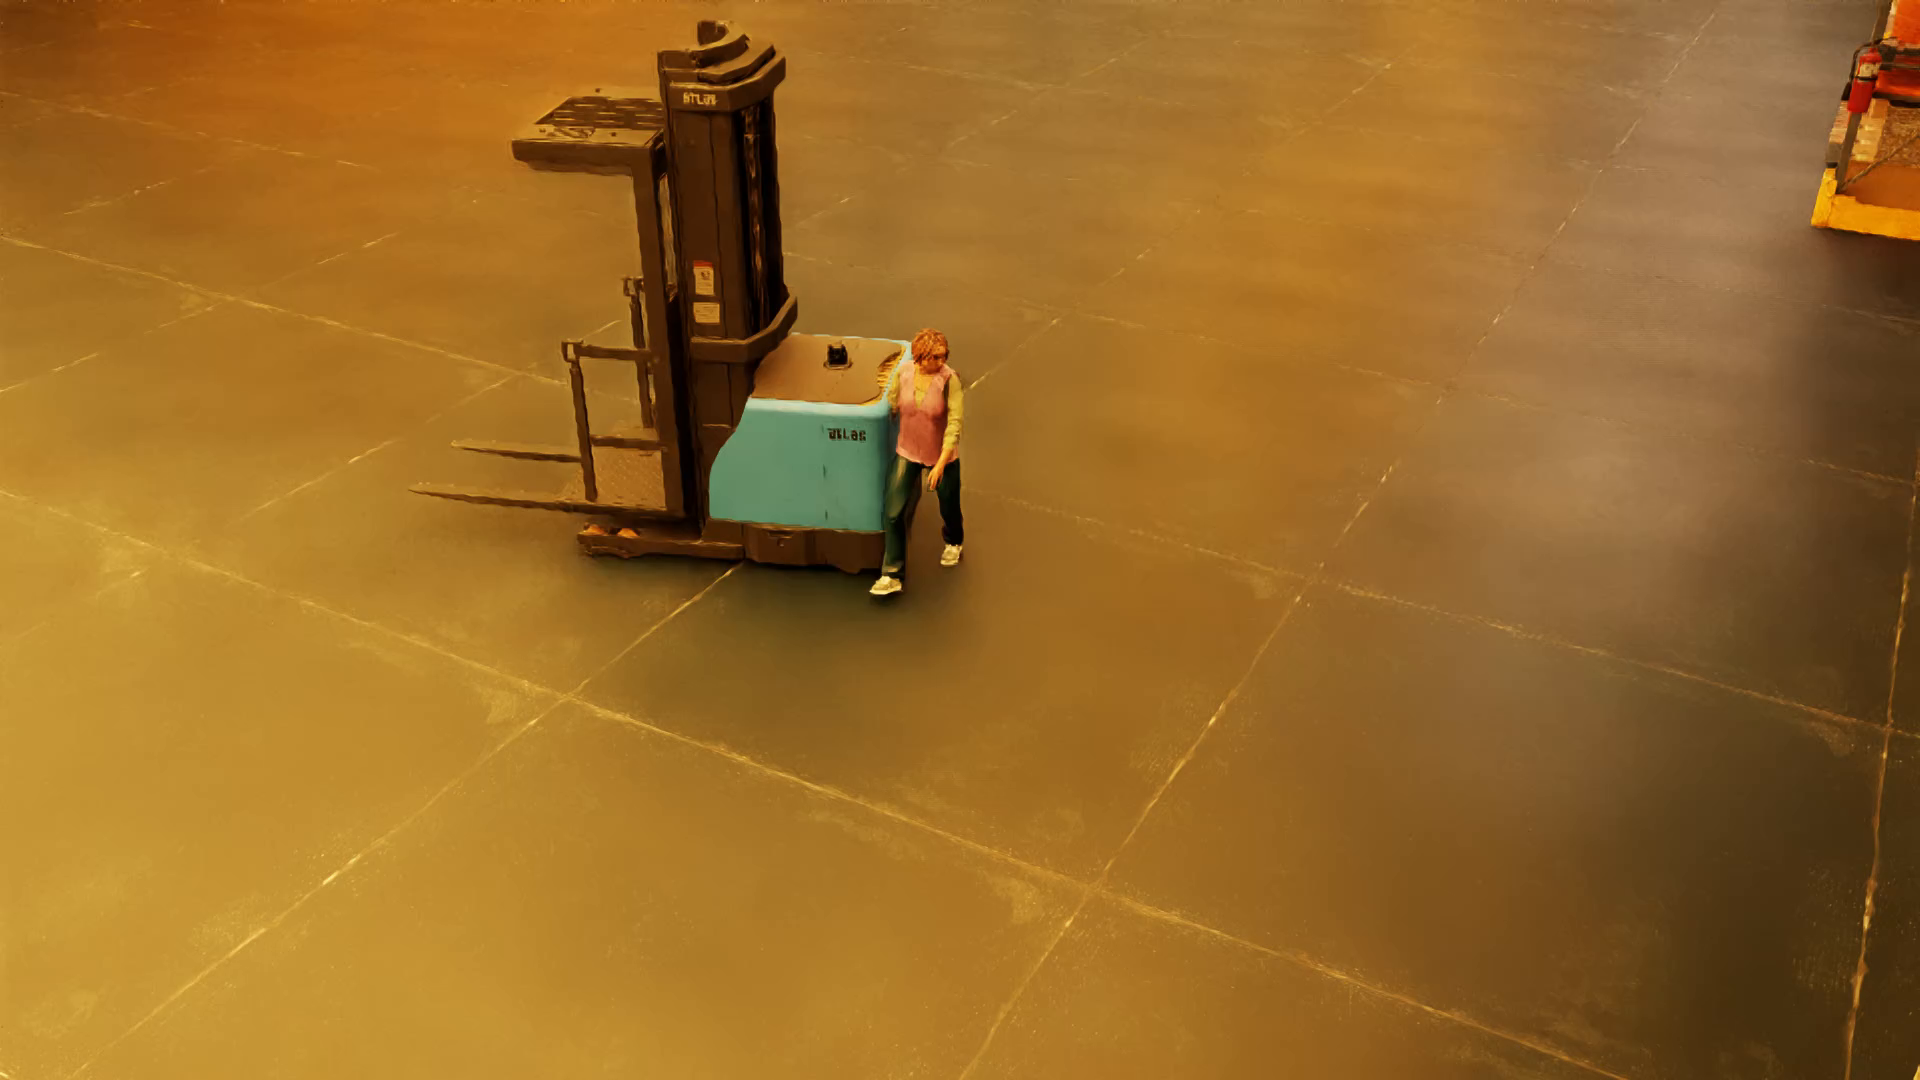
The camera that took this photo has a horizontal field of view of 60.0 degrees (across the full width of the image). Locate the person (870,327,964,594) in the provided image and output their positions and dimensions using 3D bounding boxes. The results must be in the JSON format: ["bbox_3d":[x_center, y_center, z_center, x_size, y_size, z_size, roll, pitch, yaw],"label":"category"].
[{"bbox_3d":[-0.246,-0.458,9.268,0.553,1.530,0.777,5,30,9],"label":"person"}]

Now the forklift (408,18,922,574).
[{"bbox_3d":[-1.801,-1.418,9.528,3.031,2.935,1.130,5,30,8],"label":"forklift"}]
